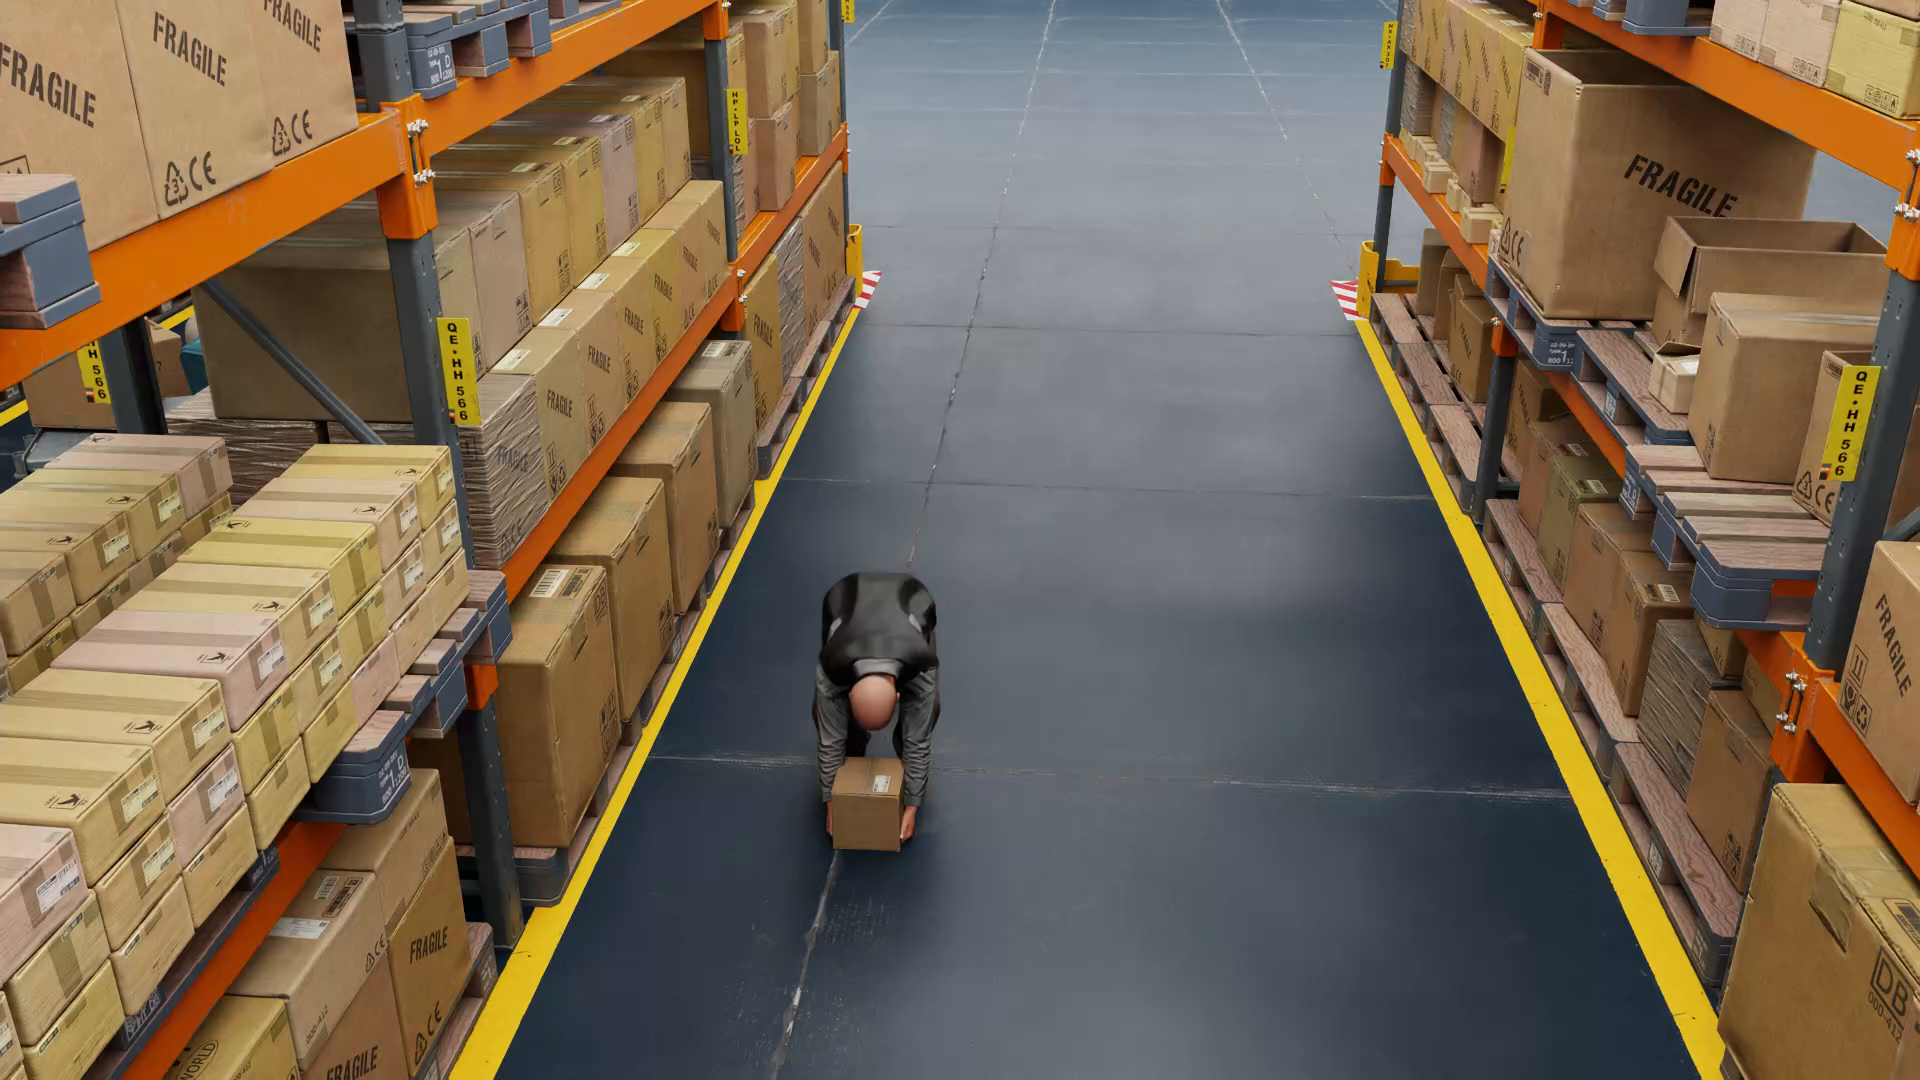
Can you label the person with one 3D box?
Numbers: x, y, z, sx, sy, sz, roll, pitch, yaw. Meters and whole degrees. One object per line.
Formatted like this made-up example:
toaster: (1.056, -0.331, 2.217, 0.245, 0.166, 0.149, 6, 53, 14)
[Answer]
person: (-0.319, 0.608, 6.393, 0.500, 0.849, 0.952, 1, 24, 2)
